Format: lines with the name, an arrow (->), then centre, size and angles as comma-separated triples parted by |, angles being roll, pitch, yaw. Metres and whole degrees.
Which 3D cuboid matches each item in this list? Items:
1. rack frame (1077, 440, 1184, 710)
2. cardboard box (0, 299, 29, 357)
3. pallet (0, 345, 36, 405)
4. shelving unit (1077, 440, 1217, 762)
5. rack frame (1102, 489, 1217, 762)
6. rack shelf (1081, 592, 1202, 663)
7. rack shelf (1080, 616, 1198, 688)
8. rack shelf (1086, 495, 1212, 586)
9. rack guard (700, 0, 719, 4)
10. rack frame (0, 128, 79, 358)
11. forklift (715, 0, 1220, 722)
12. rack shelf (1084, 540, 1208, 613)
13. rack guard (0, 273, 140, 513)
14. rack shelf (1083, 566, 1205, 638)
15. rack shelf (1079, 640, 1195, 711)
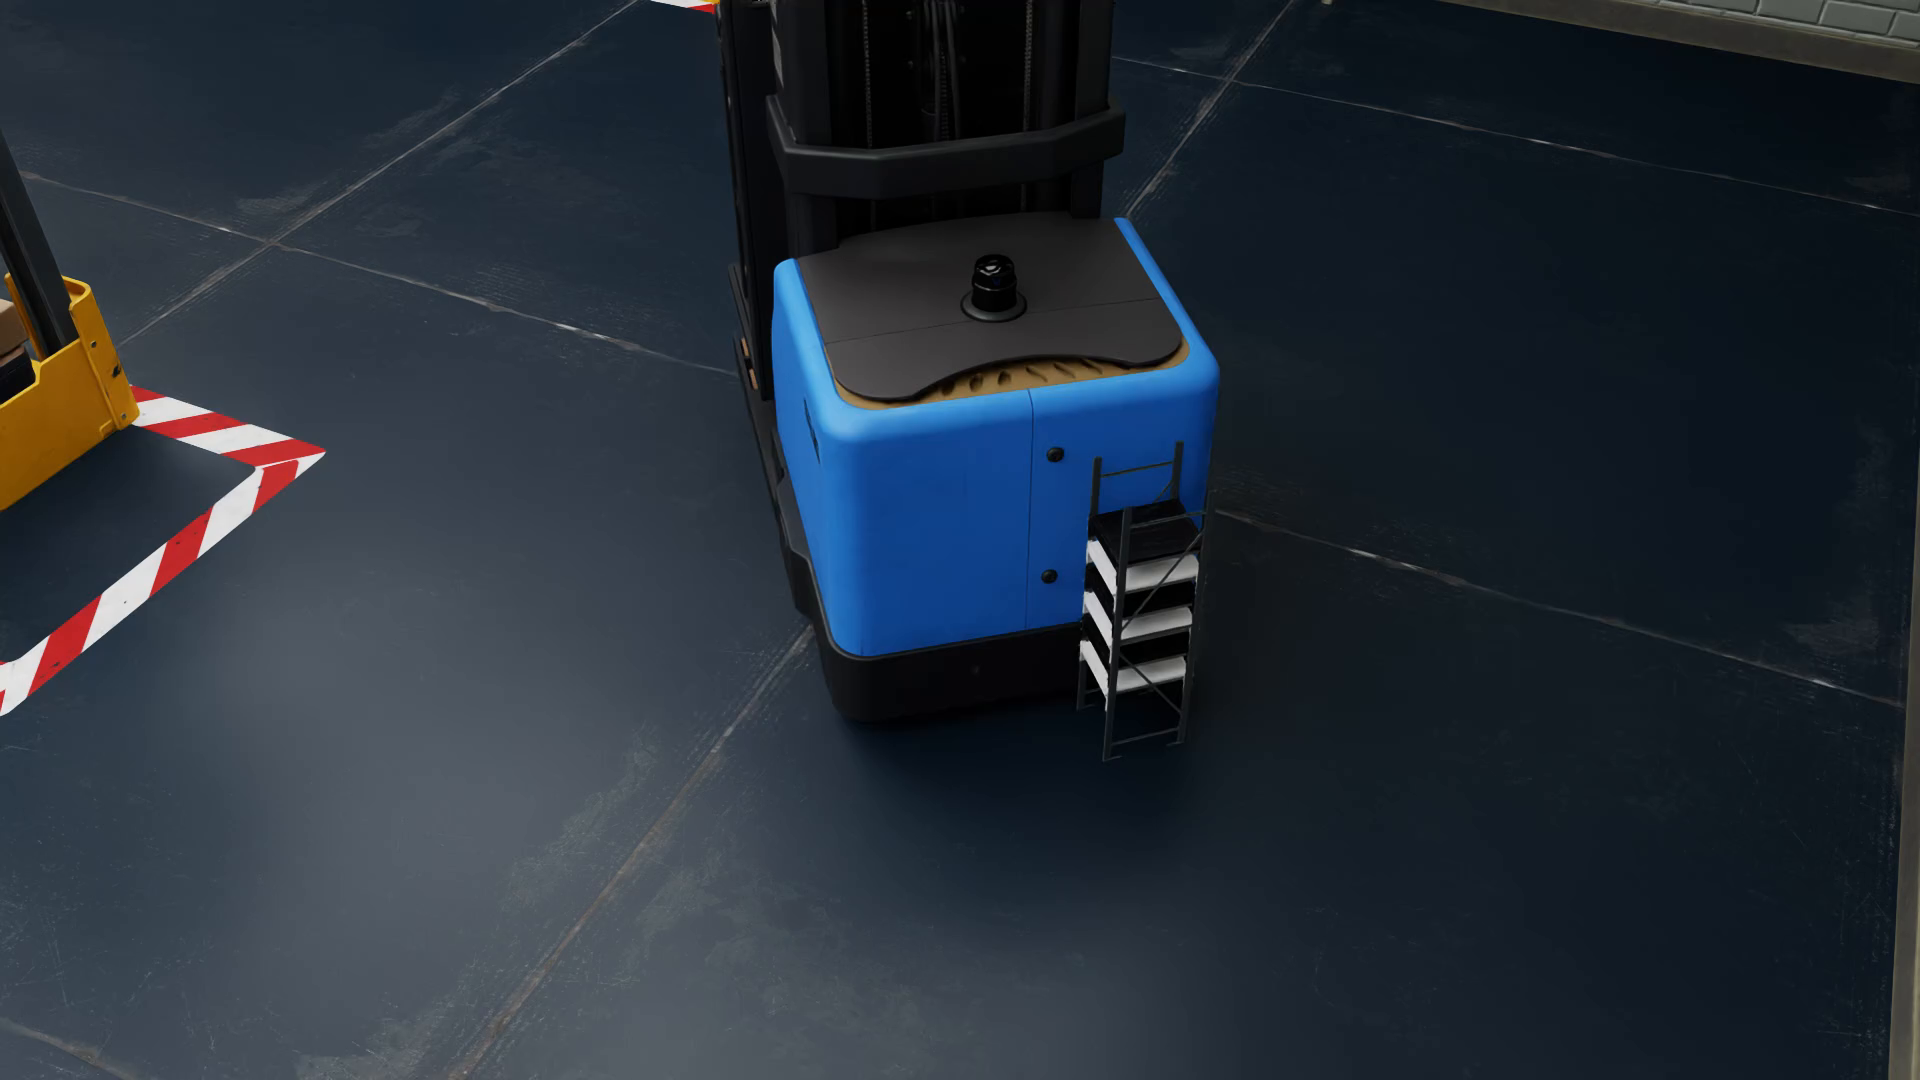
rack frame -> 0.445, 0.116, 4.430 | 0.240, 0.900, 0.006 | -12, 42, -13
cardboard box -> -3.383, -0.670, 5.573 | 0.250, 0.149, 0.380 | 17, 44, 19
pallet -> -3.940, -0.448, 5.606 | 1.213, 0.211, 1.003 | 17, 44, 19
shelving unit -> 0.475, 0.179, 4.356 | 0.258, 0.900, 0.210 | -12, 42, -13
rack frame -> 0.505, 0.243, 4.283 | 0.240, 0.900, 0.006 | -12, 42, -13
rack shelf -> 0.475, 0.204, 4.378 | 0.258, 0.077, 0.200 | -12, 42, -13
rack shelf -> 0.475, 0.272, 4.437 | 0.258, 0.077, 0.200 | -12, 42, -13
rack shelf -> 0.475, 0.000, 4.201 | 0.258, 0.077, 0.200 | -12, 42, -13
rack guard -> -1.036, -3.251, 8.619 | 0.348, 0.500, 1.175 | 17, 44, 19
rack frame -> -3.148, -1.261, 4.414 | 0.127, 3.000, 1.000 | 17, 44, 19
forklift -> -0.176, -1.584, 4.839 | 1.130, 2.935, 3.031 | -9, 42, -10
rack shelf -> 0.475, 0.068, 4.260 | 0.258, 0.077, 0.200 | -12, 42, -13
rack guard -> -3.217, -0.337, 5.257 | 0.348, 0.500, 1.175 | 17, 44, 19
rack shelf -> 0.475, 0.136, 4.319 | 0.258, 0.077, 0.200 | -12, 42, -13
rack shelf -> 0.475, 0.340, 4.496 | 0.258, 0.077, 0.200 | -12, 42, -13
